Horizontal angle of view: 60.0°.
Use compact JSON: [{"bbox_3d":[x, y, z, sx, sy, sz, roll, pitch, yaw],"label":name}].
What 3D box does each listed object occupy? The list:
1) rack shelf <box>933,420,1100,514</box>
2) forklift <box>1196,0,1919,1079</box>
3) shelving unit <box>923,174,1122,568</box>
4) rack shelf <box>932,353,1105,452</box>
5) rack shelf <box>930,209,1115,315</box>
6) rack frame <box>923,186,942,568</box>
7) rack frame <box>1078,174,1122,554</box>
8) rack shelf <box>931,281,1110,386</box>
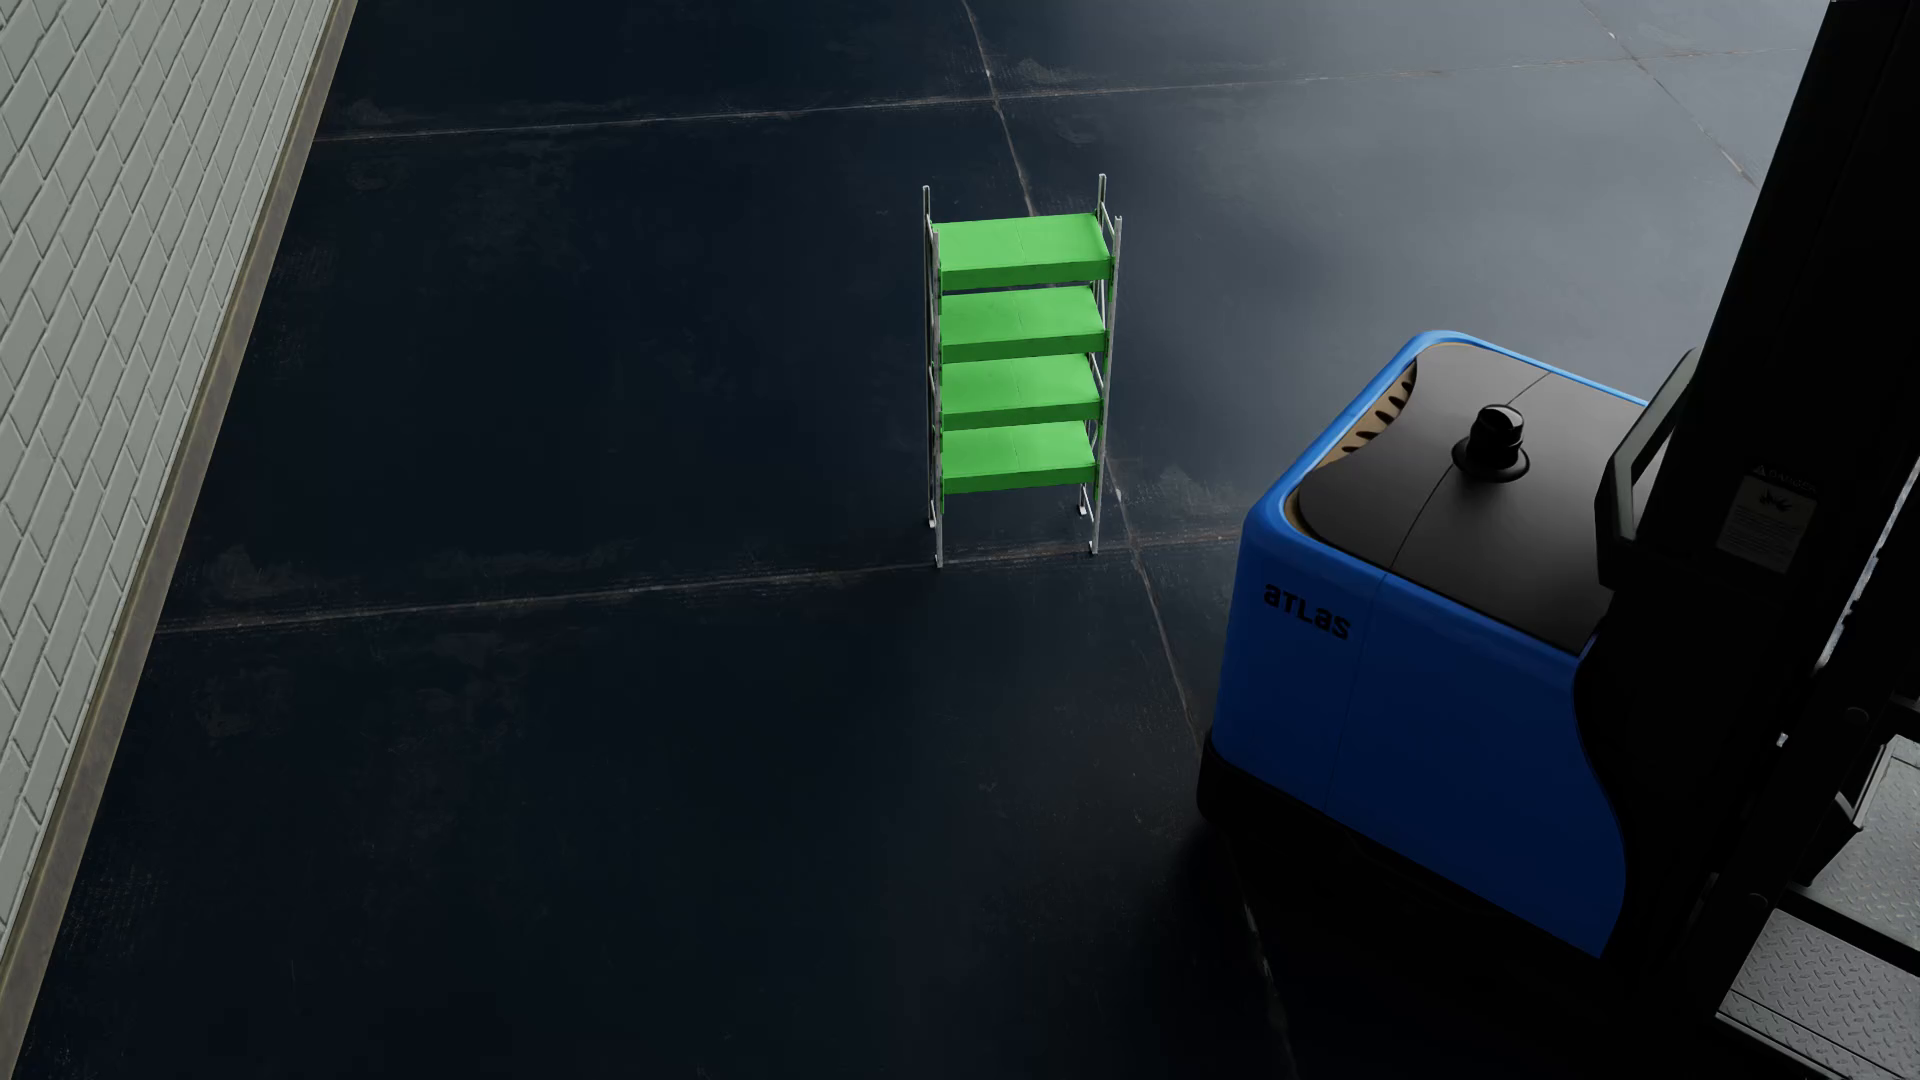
[{"bbox_3d":[0.164,-0.234,5.068,0.480,0.148,0.258,-5,42,-6],"label":"rack shelf"},{"bbox_3d":[2.107,-0.005,3.068,3.031,2.935,1.130,27,48,26],"label":"forklift"},{"bbox_3d":[0.164,-0.460,4.864,0.503,1.200,0.258,-5,42,-6],"label":"shelving unit"},{"bbox_3d":[0.164,-0.412,4.907,0.480,0.148,0.258,-5,42,-6],"label":"rack shelf"},{"bbox_3d":[0.164,-0.769,4.585,0.480,0.148,0.258,-5,42,-6],"label":"rack shelf"},{"bbox_3d":[-0.078,-0.439,4.841,0.015,1.200,0.240,-5,42,-6],"label":"rack frame"},{"bbox_3d":[0.406,-0.481,4.888,0.015,1.200,0.240,-5,42,-6],"label":"rack frame"},{"bbox_3d":[0.164,-0.591,4.746,0.480,0.148,0.258,-5,42,-6],"label":"rack shelf"}]
